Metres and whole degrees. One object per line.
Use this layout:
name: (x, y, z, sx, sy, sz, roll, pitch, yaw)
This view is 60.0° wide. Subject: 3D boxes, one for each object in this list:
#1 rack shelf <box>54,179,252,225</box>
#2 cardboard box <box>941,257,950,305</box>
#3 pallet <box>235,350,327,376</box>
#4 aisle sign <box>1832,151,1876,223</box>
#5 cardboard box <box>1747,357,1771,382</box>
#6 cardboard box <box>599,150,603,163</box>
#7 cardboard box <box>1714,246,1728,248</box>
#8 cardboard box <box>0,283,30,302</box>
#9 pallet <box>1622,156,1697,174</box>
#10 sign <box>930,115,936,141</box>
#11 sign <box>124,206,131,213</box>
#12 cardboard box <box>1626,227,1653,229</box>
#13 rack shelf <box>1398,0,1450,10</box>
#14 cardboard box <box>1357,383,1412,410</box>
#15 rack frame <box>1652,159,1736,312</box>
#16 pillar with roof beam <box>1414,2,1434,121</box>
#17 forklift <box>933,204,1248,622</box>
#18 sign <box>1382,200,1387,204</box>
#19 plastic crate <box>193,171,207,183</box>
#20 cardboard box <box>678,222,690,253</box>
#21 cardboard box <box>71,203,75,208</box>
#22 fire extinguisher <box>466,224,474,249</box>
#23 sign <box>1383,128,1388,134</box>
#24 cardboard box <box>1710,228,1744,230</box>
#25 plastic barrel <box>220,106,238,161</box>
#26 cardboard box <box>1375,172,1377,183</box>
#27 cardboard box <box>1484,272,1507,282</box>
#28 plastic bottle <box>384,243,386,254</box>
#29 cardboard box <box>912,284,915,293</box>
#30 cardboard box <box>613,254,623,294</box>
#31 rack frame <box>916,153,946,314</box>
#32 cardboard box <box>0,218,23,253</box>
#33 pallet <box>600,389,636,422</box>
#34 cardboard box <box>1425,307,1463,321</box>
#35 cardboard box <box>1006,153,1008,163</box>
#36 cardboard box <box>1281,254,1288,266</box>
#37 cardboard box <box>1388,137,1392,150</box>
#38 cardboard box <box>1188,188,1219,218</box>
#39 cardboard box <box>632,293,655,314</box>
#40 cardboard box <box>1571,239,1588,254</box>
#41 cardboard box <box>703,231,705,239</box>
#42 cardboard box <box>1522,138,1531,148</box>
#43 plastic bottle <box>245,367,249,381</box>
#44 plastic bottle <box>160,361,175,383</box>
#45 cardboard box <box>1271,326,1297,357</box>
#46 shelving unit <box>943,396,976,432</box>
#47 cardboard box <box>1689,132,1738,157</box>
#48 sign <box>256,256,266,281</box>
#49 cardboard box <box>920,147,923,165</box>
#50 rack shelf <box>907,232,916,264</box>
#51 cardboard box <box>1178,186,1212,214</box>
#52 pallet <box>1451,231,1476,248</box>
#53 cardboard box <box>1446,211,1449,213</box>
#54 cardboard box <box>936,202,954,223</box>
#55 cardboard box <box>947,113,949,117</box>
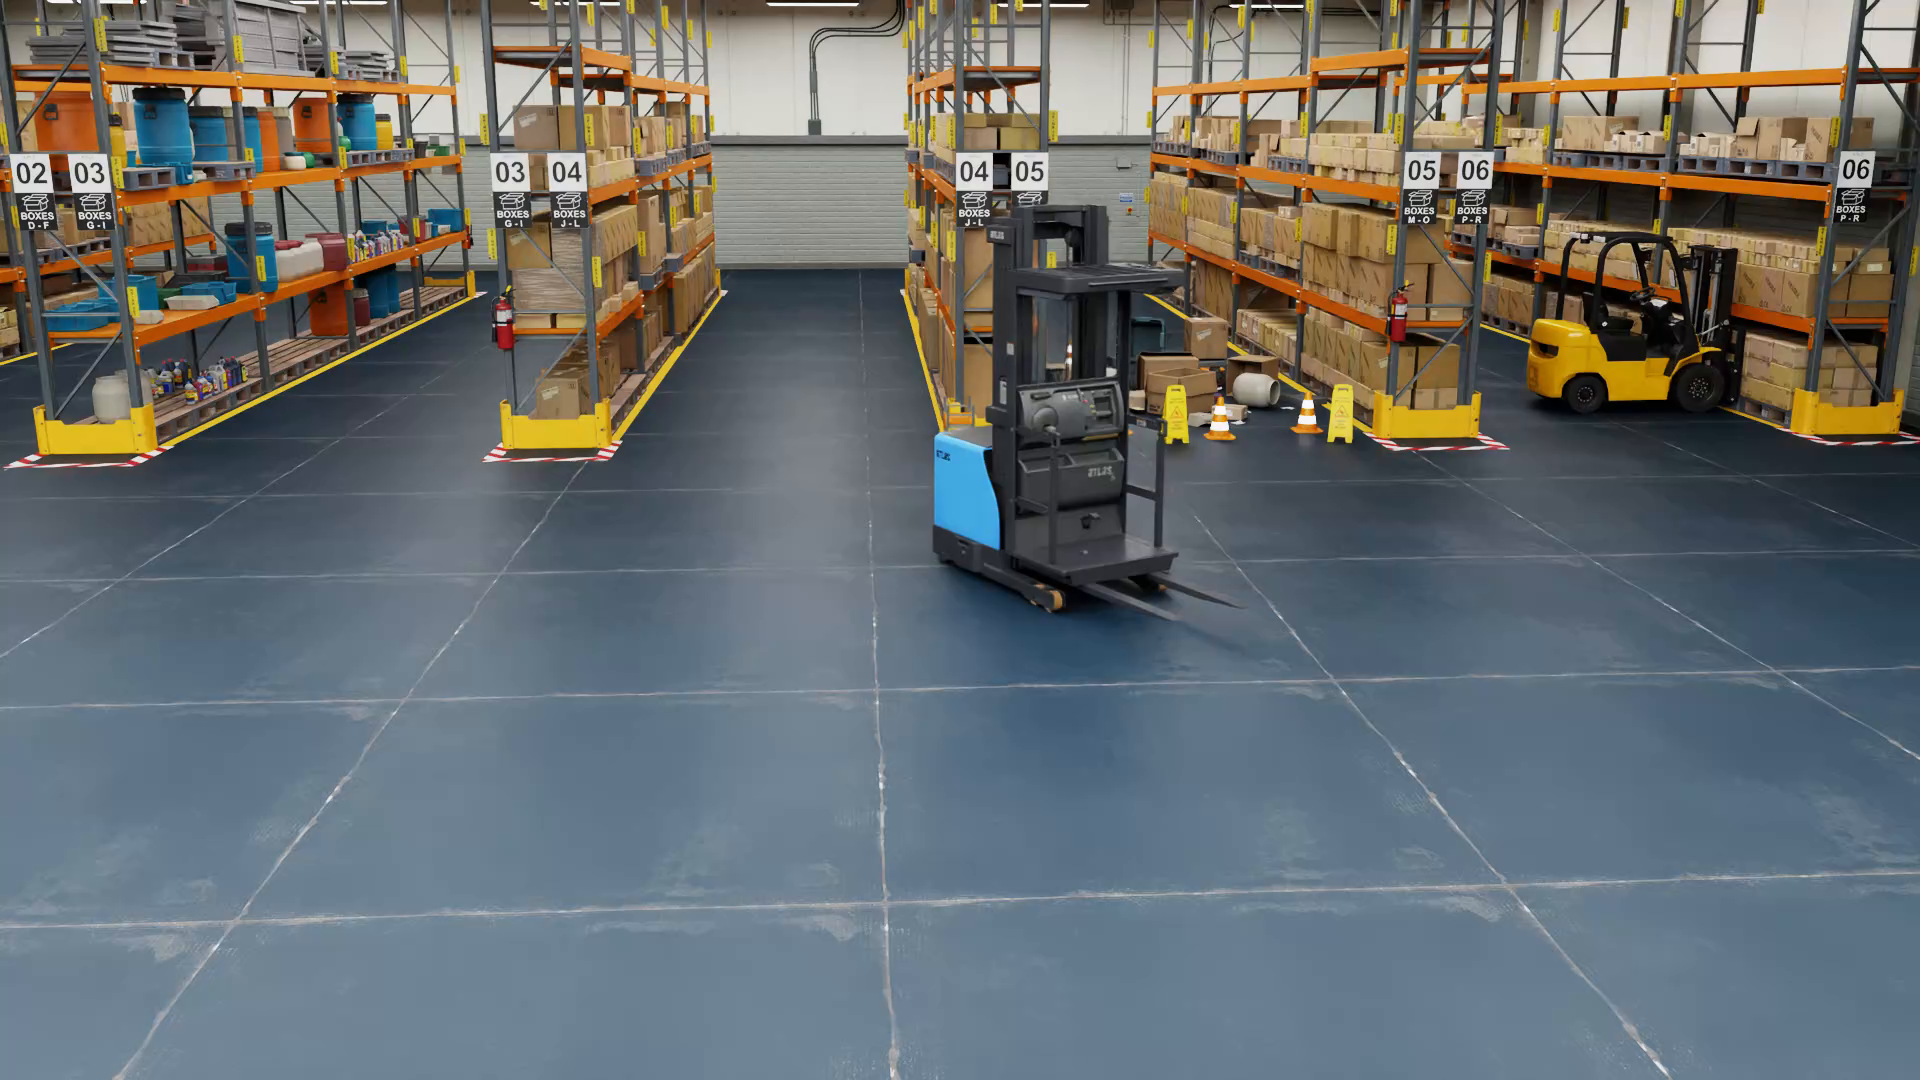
rack shelf: (-9.573, -4.021, 19.558, 1.077, 0.370, 4.000, -1, 14, -3)
cardboard box: (0.211, -3.250, 20.838, 0.875, 0.550, 0.550, -1, 14, -3)
pallet: (-9.863, -2.562, 24.061, 1.003, 0.211, 1.213, -1, 14, -3)
aisle sign: (10.050, -3.964, 18.697, 0.394, 0.787, 0.004, -1, 14, -3)
cardboard box: (9.977, -2.081, 20.267, 0.500, 0.250, 0.500, -1, 14, -4)
cardboard box: (-4.307, -4.397, 19.077, 0.380, 0.149, 0.250, -1, 14, -4)
cardboard box: (9.899, -3.681, 21.312, 0.380, 0.149, 0.250, -1, 14, -5)
cardboard box: (-15.189, -3.942, 26.455, 0.500, 0.250, 0.500, 0, 14, -1)
pallet: (10.024, -5.300, 23.470, 0.805, 0.209, 1.217, -1, 15, -6)
sign: (-0.338, -5.386, 21.753, 0.100, 0.325, 0.005, -1, 14, -3)
sign: (-14.583, -5.898, 29.107, 0.100, 0.325, 0.005, -1, 14, -3)
cardboard box: (10.180, -4.619, 24.956, 0.380, 0.149, 0.250, 0, 14, -2)
rack shelf: (9.472, -10.374, 31.562, 1.077, 0.370, 4.000, -1, 14, -3)
cardboard box: (5.065, -1.723, 19.879, 0.500, 0.250, 0.500, -1, 14, -4)
rack frame: (10.091, -3.721, 22.968, 1.000, 3.000, 0.127, -1, 14, -3)
pillar with roof beam: (5.784, -10.229, 36.222, 9.100, 9.000, 0.400, -1, 14, -3)
forklift: (0.971, -1.011, 12.573, 1.130, 2.935, 3.031, -9, 17, -30)
sign: (8.806, -7.116, 34.427, 0.100, 0.325, 0.005, -1, 14, -3)
plastic crate: (-9.194, -4.346, 19.907, 0.243, 0.136, 0.396, -1, 14, -3)
cardboard box: (-4.885, -5.163, 28.373, 0.500, 0.500, 0.500, -1, 14, -4)
cardboard box: (-15.426, -5.982, 29.550, 0.500, 0.500, 0.500, -1, 14, -3)
fire extinguisher: (-9.996, -6.225, 33.603, 0.296, 0.674, 0.183, -1, 14, -3)
sign: (5.679, -5.357, 22.268, 0.100, 0.325, 0.005, -1, 14, -3)
cardboard box: (10.413, -4.153, 22.547, 0.380, 0.149, 0.250, -1, 14, -3)
plastic barrel: (-9.986, -5.395, 22.449, 0.600, 0.901, 0.600, 0, 14, 0)
cardboard box: (5.104, -4.256, 19.532, 0.380, 0.149, 0.250, -1, 14, -3)
cardboard box: (9.483, -4.662, 29.498, 0.380, 0.149, 0.250, -1, 14, -4)
plastic bottle: (-9.749, -4.936, 28.090, 0.097, 0.201, 0.097, 0, 14, 0)
cardboard box: (-0.693, -4.705, 31.075, 0.380, 0.149, 0.250, -1, 14, -5)
cardboard box: (-4.660, -3.322, 20.621, 0.875, 0.500, 0.500, -1, 14, -3)
rack frame: (-0.293, -5.531, 30.005, 1.000, 3.000, 0.127, -1, 14, -3)
cardboard box: (-15.040, -4.740, 25.885, 0.700, 0.500, 0.500, -6, 16, -22)
pallet: (-4.598, -1.669, 20.590, 1.003, 0.211, 1.213, -1, 14, -3)
cardboard box: (5.571, -2.615, 19.172, 0.380, 0.149, 0.250, -1, 14, -3)
cardboard box: (0.718, -4.346, 18.837, 0.380, 0.149, 0.250, -1, 14, -3)
cardboard box: (4.780, -3.978, 23.629, 0.380, 0.149, 0.250, -1, 14, -4)
cardboard box: (5.092, -4.510, 18.919, 0.380, 0.149, 0.250, -1, 14, -2)
cardboard box: (4.382, -6.052, 29.820, 0.500, 0.500, 0.500, -1, 14, -3)
cardboard box: (-4.887, -3.553, 24.944, 0.500, 0.250, 0.500, 1, 14, 3)
cardboard box: (9.671, -4.516, 25.356, 0.500, 0.250, 0.500, -1, 14, -5)
cardboard box: (-5.016, -5.759, 31.395, 0.380, 0.149, 0.250, -1, 14, -3)
cardboard box: (9.535, -6.565, 27.503, 0.380, 0.149, 0.250, -1, 14, -3)
plastic bottle: (-9.363, -2.186, 21.737, 0.097, 0.201, 0.097, 0, 14, 0)
plastic bottle: (-10.049, -2.090, 21.063, 0.144, 0.351, 0.185, -1, 15, -6)
cardboard box: (5.054, -2.883, 24.143, 0.950, 0.372, 0.625, 0, 14, 0)
shelving unit: (-0.010, -0.622, 14.537, 0.258, 1.200, 0.503, -1, 14, -3)
cardboard box: (9.900, -5.172, 21.722, 0.500, 0.311, 0.500, -1, 14, -2)
sign: (-9.147, -3.554, 21.763, 0.100, 0.325, 0.005, -1, 14, -3)
cardboard box: (-0.378, -6.300, 26.771, 0.500, 0.500, 0.500, -1, 14, -3)
rack shelf: (-0.416, -5.680, 32.028, 1.077, 0.370, 4.000, -1, 14, -3)
cardboard box: (4.337, -6.279, 30.702, 0.500, 0.500, 0.500, -1, 14, -4)
pallet: (9.536, -5.417, 29.946, 1.003, 0.211, 1.213, -1, 14, -3)
cardboard box: (9.698, -6.415, 33.143, 0.500, 0.250, 0.500, 0, 14, -2)
cardboard box: (0.006, -4.832, 25.078, 0.700, 0.500, 0.500, -1, 14, -4)
cardboard box: (0.044, -4.785, 18.944, 0.380, 0.149, 0.250, -1, 14, -2)
